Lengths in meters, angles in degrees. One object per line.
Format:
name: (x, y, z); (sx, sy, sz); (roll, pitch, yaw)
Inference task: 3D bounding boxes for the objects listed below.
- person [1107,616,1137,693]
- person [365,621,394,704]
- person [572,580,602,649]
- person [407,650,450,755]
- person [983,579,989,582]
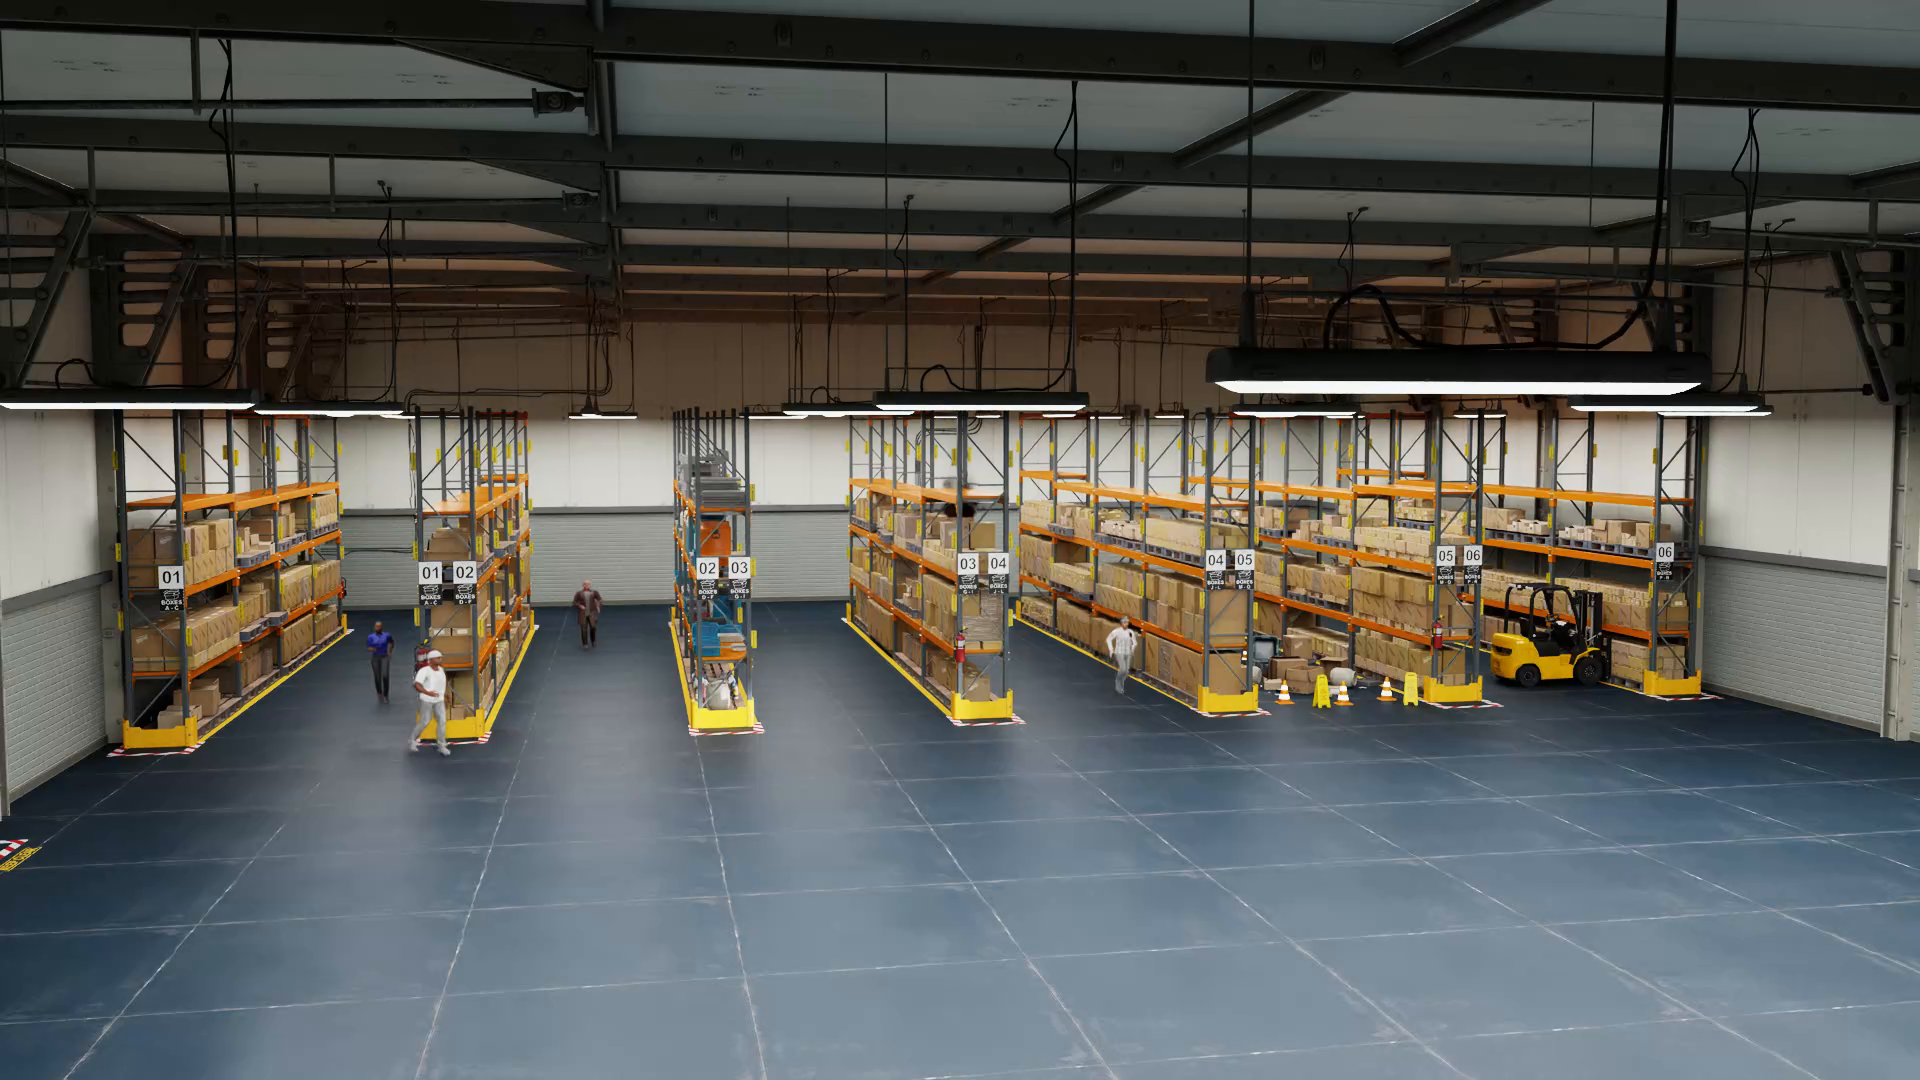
person: (3.432, 2.402, 34.879); (0.583, 1.647, 0.700); (-1, 4, -18)
person: (-11.825, 2.504, 33.920); (0.554, 1.699, 0.746); (-1, 4, -17)
person: (-9.346, 1.875, 41.732); (0.736, 1.735, 0.659); (-1, 4, -15)
person: (-9.049, 2.784, 28.705); (0.909, 1.745, 0.757); (3, 5, 32)
person: (0.869, 1.400, 49.124); (0.725, 1.703, 0.730); (3, 5, 37)
